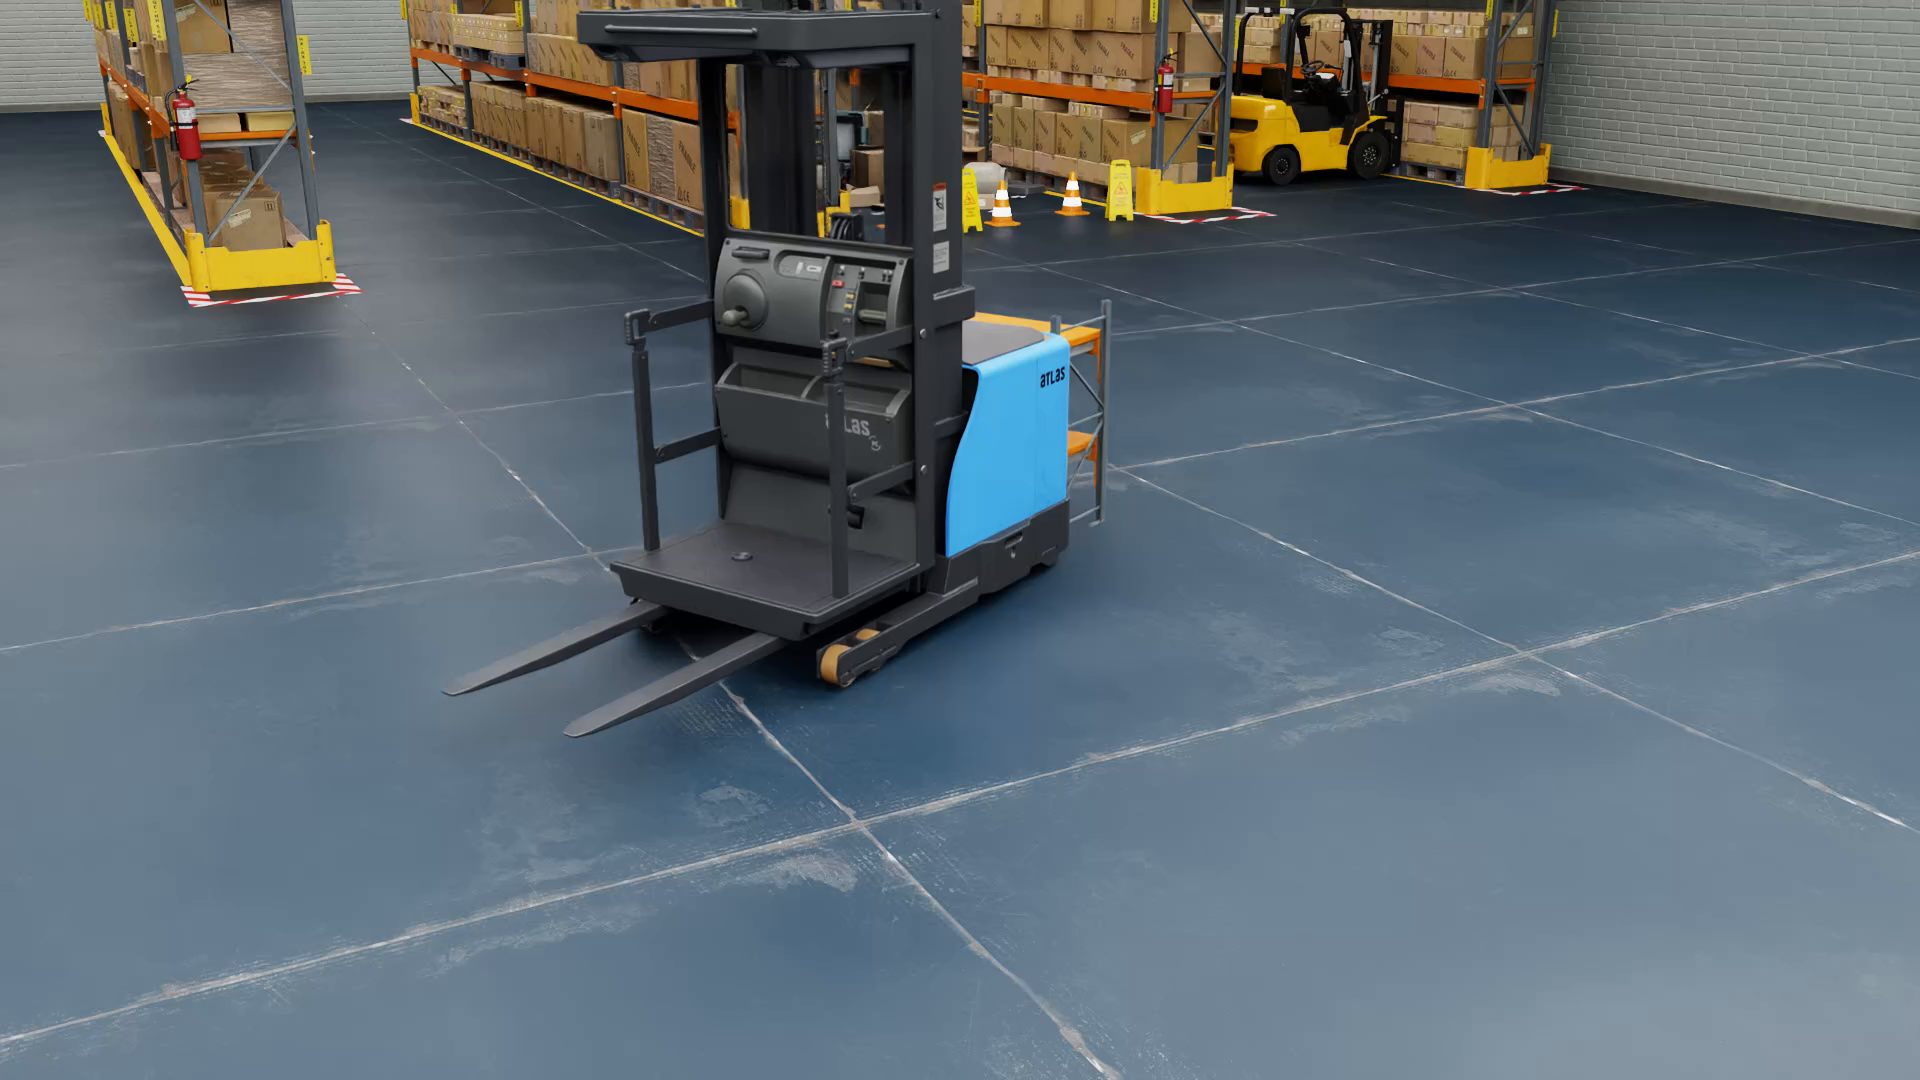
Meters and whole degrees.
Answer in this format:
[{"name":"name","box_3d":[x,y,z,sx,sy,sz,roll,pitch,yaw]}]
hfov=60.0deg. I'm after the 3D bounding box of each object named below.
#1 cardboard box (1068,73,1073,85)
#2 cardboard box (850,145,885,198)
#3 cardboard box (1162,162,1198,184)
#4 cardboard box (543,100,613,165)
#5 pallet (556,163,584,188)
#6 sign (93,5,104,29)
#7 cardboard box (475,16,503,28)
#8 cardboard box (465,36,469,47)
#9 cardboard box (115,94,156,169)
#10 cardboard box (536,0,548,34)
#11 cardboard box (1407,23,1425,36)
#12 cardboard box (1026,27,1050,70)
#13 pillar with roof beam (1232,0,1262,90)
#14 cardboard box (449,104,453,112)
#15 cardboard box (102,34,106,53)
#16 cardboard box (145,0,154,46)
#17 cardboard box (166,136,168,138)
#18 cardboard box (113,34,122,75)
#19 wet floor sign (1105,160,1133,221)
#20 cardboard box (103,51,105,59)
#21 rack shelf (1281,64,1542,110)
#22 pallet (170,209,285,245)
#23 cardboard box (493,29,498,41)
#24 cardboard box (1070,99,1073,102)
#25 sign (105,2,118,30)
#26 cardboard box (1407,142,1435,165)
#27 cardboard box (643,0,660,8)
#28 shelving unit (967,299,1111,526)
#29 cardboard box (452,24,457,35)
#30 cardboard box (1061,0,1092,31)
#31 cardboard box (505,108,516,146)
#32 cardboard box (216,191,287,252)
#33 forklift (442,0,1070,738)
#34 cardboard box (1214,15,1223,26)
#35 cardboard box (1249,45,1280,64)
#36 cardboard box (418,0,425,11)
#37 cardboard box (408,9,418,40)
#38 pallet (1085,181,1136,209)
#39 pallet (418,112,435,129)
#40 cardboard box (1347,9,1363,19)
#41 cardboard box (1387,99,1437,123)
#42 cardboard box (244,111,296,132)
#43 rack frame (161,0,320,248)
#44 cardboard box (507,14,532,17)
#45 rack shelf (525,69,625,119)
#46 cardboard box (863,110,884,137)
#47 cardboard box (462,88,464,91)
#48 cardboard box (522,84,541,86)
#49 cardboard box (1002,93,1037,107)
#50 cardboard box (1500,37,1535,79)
[{"name":"cardboard box","box_3d":[1.539,-5.597,20.137,0.380,0.149,0.250,-10,21,-27]},{"name":"cardboard box","box_3d":[-0.900,-4.463,20.085,0.797,0.637,0.503,-10,21,-27]},{"name":"cardboard box","box_3d":[2.474,-4.372,19.776,0.500,0.250,0.500,-10,21,-27]},{"name":"cardboard box","box_3d":[-4.865,-5.396,21.976,1.050,0.750,0.750,-10,21,-26]},{"name":"pallet","box_3d":[-4.610,-4.794,21.701,1.003,0.211,1.213,-10,21,-27]},{"name":"sign","box_3d":[-12.294,-7.469,23.731,0.100,0.325,0.005,-10,21,-27]},{"name":"cardboard box","box_3d":[-6.865,-7.577,24.321,0.380,0.149,0.250,-9,21,-25]},{"name":"cardboard box","box_3d":[-7.240,-7.521,25.069,0.380,0.149,0.250,-10,21,-26]},{"name":"cardboard box","box_3d":[-10.216,-5.356,21.669,1.225,0.875,0.875,-11,22,-29]},{"name":"cardboard box","box_3d":[-5.289,-7.090,22.392,0.700,0.500,0.500,-10,21,-27]},{"name":"cardboard box","box_3d":[6.076,-6.674,21.727,0.380,0.149,0.250,-11,22,-28]},{"name":"cardboard box","box_3d":[1.164,-6.079,20.542,0.500,0.500,0.500,-10,21,-27]},{"name":"pillar with roof beam","box_3d":[0.805,-10.200,23.896,9.100,9.000,0.400,-10,21,-27]},{"name":"cardboard box","box_3d":[-8.275,-7.188,27.635,0.380,0.149,0.250,-9,21,-25]},{"name":"cardboard box","box_3d":[-12.494,-7.413,24.790,0.500,0.250,0.500,-9,21,-25]},{"name":"cardboard box","box_3d":[-7.294,-4.876,15.521,0.500,0.500,0.500,-10,21,-27]},{"name":"cardboard box","box_3d":[-9.301,-5.003,20.040,0.500,0.250,0.500,-7,20,-21]},{"name":"cardboard box","box_3d":[-10.840,-6.404,21.938,0.500,0.500,0.500,-11,22,-28]},{"name":"wet floor sign","box_3d":[1.762,-3.866,18.346,0.267,0.644,0.232,-3,19,-8]},{"name":"cardboard box","box_3d":[-12.728,-7.323,25.139,0.380,0.149,0.250,-10,21,-26]},{"name":"rack shelf","box_3d":[6.031,-6.203,22.613,1.077,0.370,4.000,-10,21,-27]},{"name":"pallet","box_3d":[-7.657,-3.307,17.392,1.003,0.211,1.213,-10,21,-27]},{"name":"cardboard box","box_3d":[-6.384,-7.143,23.519,0.380,0.149,0.250,-9,21,-25]},{"name":"cardboard box","box_3d":[2.049,-7.812,29.361,0.500,0.500,0.500,-11,22,-29]},{"name":"sign","box_3d":[-10.393,-6.421,20.367,0.100,0.325,0.005,-10,21,-27]},{"name":"cardboard box","box_3d":[6.251,-5.098,21.879,0.500,0.250,0.500,-10,21,-27]},{"name":"cardboard box","box_3d":[-2.950,-5.706,18.183,0.875,0.550,0.550,-10,21,-27]},{"name":"shelving unit","box_3d":[0.162,-0.662,8.325,1.048,1.125,0.538,13,23,33]},{"name":"cardboard box","box_3d":[-7.611,-7.884,25.667,0.380,0.149,0.250,-10,21,-26]},{"name":"cardboard box","box_3d":[1.613,-6.250,19.502,0.700,0.500,0.500,-10,22,-27]},{"name":"cardboard box","box_3d":[-6.279,-6.015,24.153,0.500,0.500,0.500,-9,21,-24]},{"name":"cardboard box","box_3d":[-6.389,-2.863,15.018,0.500,0.500,0.500,-6,20,-17]},{"name":"forklift","box_3d":[-0.723,-0.989,6.504,1.130,2.935,3.031,12,23,32]},{"name":"cardboard box","box_3d":[4.091,-7.897,25.272,0.380,0.149,0.250,-10,21,-26]},{"name":"cardboard box","box_3d":[4.611,-7.151,24.486,0.500,0.250,0.500,-9,21,-25]},{"name":"cardboard box","box_3d":[-8.840,-9.191,28.025,0.500,0.500,0.500,-11,22,-28]},{"name":"cardboard box","box_3d":[-9.322,-9.013,29.043,0.500,0.500,0.500,-9,21,-24]},{"name":"pallet","box_3d":[2.223,-4.142,19.810,1.003,0.211,1.213,-10,21,-27]},{"name":"pallet","box_3d":[-8.902,-7.418,29.305,1.003,0.211,1.213,-10,21,-27]},{"name":"cardboard box","box_3d":[5.483,-7.182,22.741,0.380,0.149,0.250,-10,22,-28]},{"name":"cardboard box","box_3d":[5.991,-5.713,22.129,0.500,0.250,0.500,-10,21,-26]},{"name":"cardboard box","box_3d":[-6.033,-3.664,14.537,0.380,0.149,0.250,-10,21,-27]},{"name":"rack frame","box_3d":[-6.108,-3.664,14.152,1.000,3.000,0.127,-10,21,-27]},{"name":"cardboard box","box_3d":[-6.656,-7.898,25.249,0.380,0.149,0.250,-10,21,-27]},{"name":"rack shelf","box_3d":[-4.544,-5.786,21.403,1.077,0.370,4.000,-10,21,-27]},{"name":"cardboard box","box_3d":[-0.926,-6.288,25.142,0.950,0.372,0.625,-12,22,-30]},{"name":"cardboard box","box_3d":[-8.447,-7.796,28.941,0.380,0.149,0.250,-11,22,-29]},{"name":"cardboard box","box_3d":[-6.321,-6.746,25.121,0.500,0.250,0.500,-11,22,-29]},{"name":"cardboard box","box_3d":[0.763,-5.651,21.337,0.380,0.149,0.250,-10,21,-26]},{"name":"cardboard box","box_3d":[6.990,-6.202,21.352,0.500,0.500,0.500,-9,21,-25]}]
